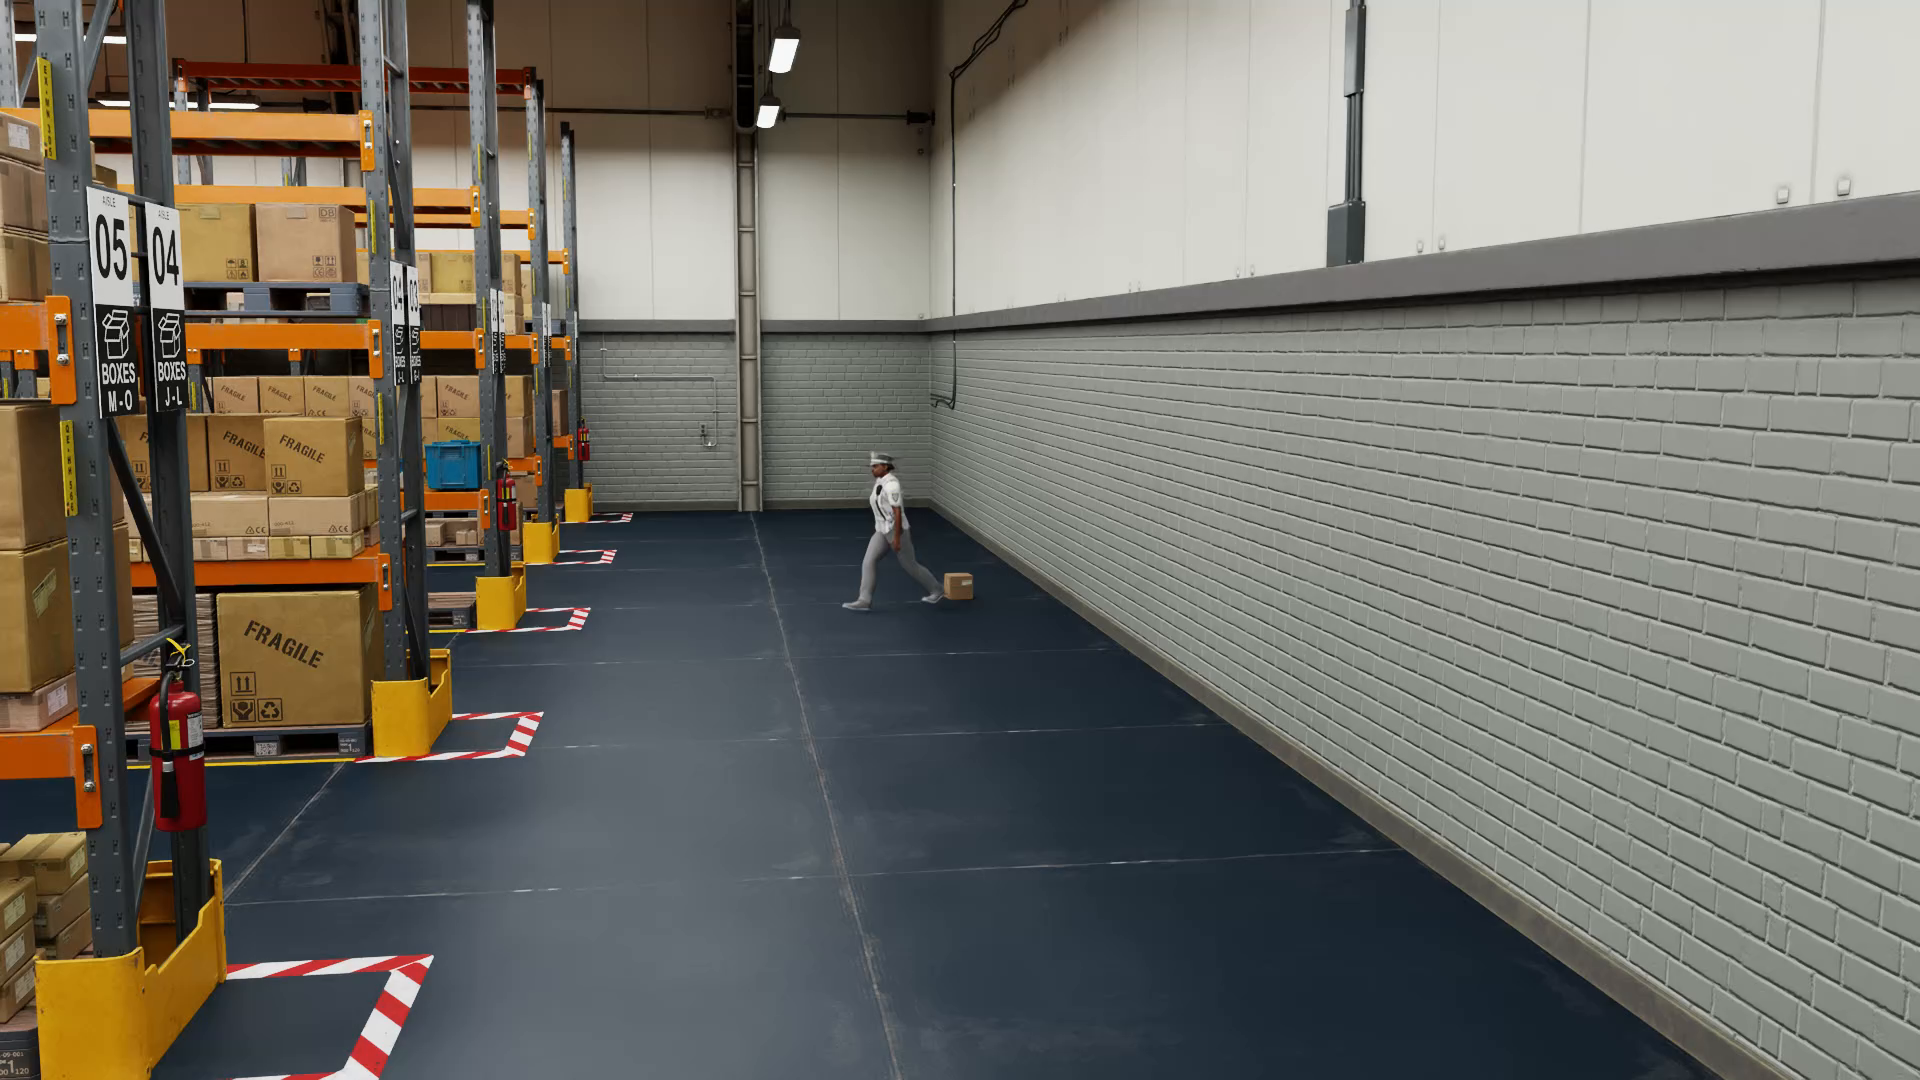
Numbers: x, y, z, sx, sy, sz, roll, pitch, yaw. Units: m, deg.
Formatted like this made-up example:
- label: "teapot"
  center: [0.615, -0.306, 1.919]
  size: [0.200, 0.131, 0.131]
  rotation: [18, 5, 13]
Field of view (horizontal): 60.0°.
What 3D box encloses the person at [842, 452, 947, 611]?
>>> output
- label: "person"
  center: [-0.652, -0.087, 16.699]
  size: [1.054, 1.607, 0.449]
  rotation: [-3, 7, -28]
